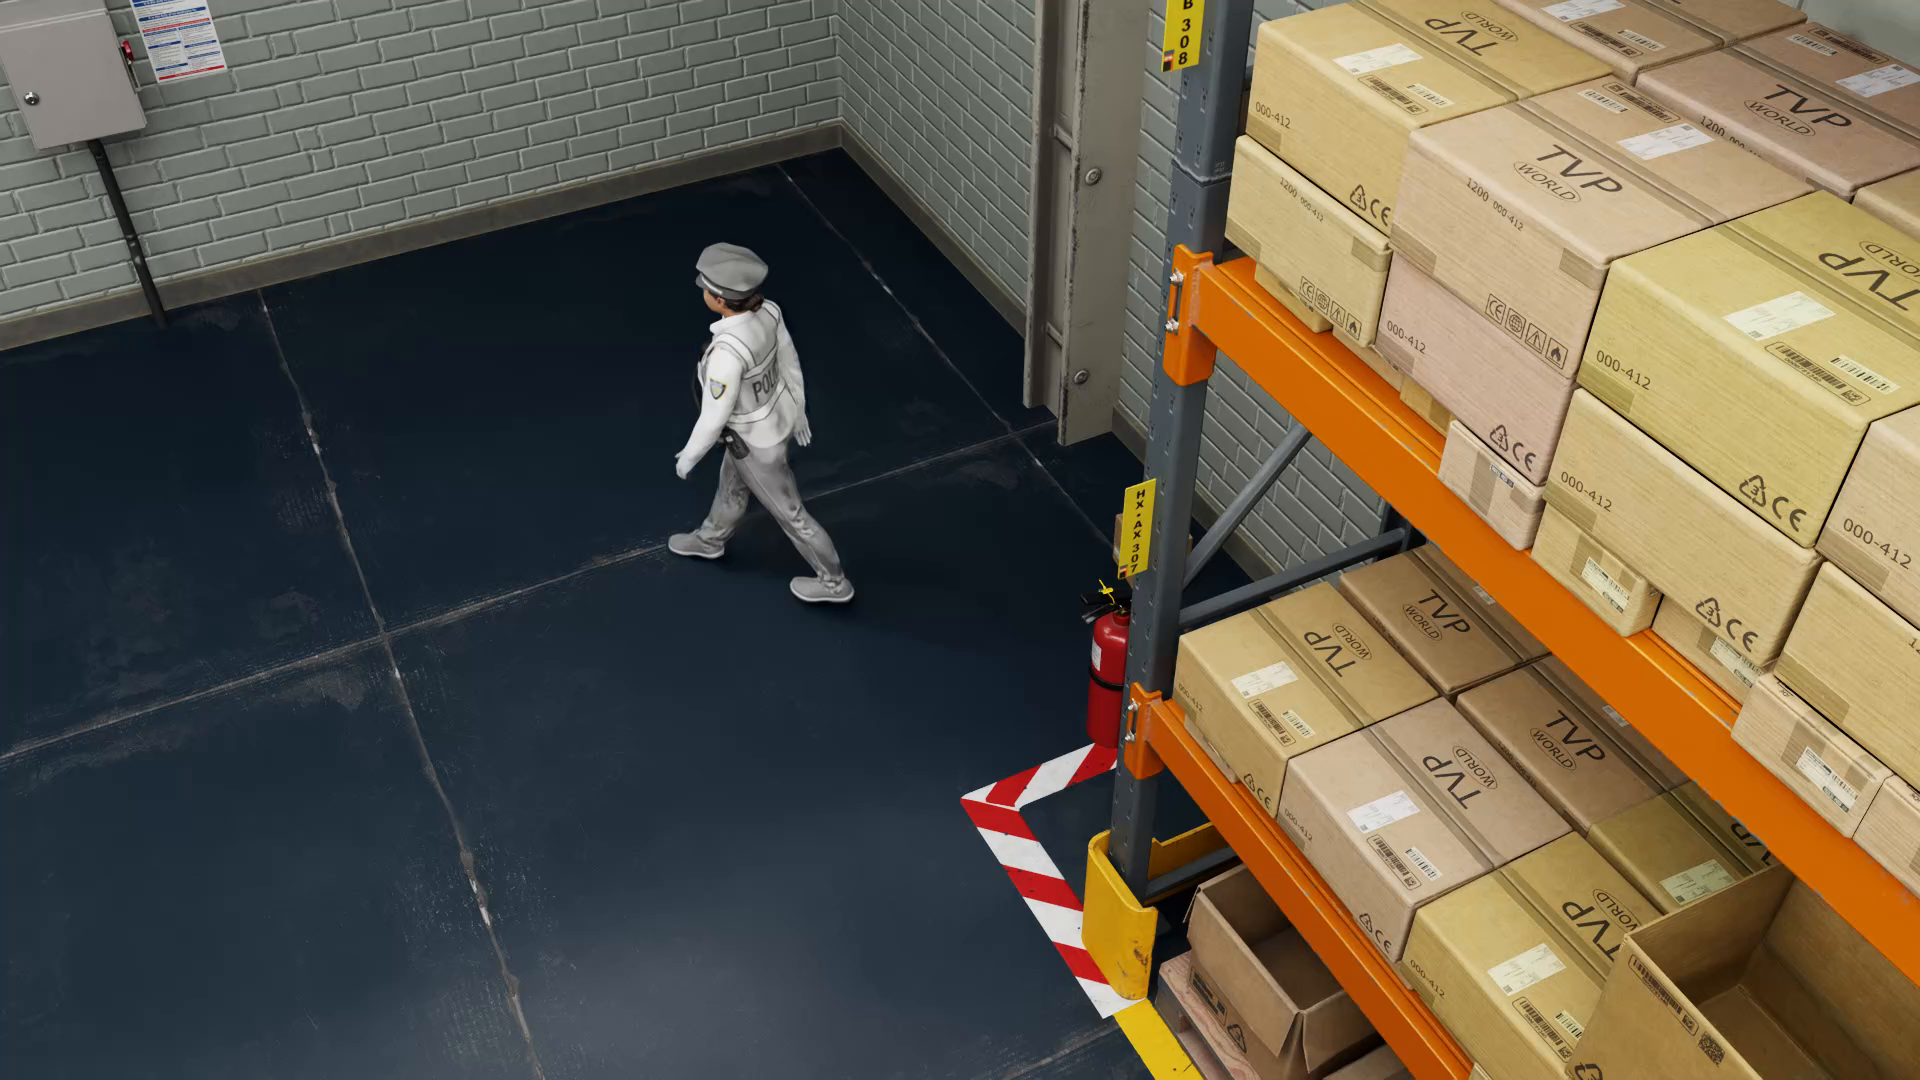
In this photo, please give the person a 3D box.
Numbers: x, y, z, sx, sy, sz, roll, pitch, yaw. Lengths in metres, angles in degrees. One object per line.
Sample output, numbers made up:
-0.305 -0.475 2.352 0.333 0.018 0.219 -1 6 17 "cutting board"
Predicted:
-0.885 -0.428 6.621 0.907 1.650 0.513 9 42 11 "person"
